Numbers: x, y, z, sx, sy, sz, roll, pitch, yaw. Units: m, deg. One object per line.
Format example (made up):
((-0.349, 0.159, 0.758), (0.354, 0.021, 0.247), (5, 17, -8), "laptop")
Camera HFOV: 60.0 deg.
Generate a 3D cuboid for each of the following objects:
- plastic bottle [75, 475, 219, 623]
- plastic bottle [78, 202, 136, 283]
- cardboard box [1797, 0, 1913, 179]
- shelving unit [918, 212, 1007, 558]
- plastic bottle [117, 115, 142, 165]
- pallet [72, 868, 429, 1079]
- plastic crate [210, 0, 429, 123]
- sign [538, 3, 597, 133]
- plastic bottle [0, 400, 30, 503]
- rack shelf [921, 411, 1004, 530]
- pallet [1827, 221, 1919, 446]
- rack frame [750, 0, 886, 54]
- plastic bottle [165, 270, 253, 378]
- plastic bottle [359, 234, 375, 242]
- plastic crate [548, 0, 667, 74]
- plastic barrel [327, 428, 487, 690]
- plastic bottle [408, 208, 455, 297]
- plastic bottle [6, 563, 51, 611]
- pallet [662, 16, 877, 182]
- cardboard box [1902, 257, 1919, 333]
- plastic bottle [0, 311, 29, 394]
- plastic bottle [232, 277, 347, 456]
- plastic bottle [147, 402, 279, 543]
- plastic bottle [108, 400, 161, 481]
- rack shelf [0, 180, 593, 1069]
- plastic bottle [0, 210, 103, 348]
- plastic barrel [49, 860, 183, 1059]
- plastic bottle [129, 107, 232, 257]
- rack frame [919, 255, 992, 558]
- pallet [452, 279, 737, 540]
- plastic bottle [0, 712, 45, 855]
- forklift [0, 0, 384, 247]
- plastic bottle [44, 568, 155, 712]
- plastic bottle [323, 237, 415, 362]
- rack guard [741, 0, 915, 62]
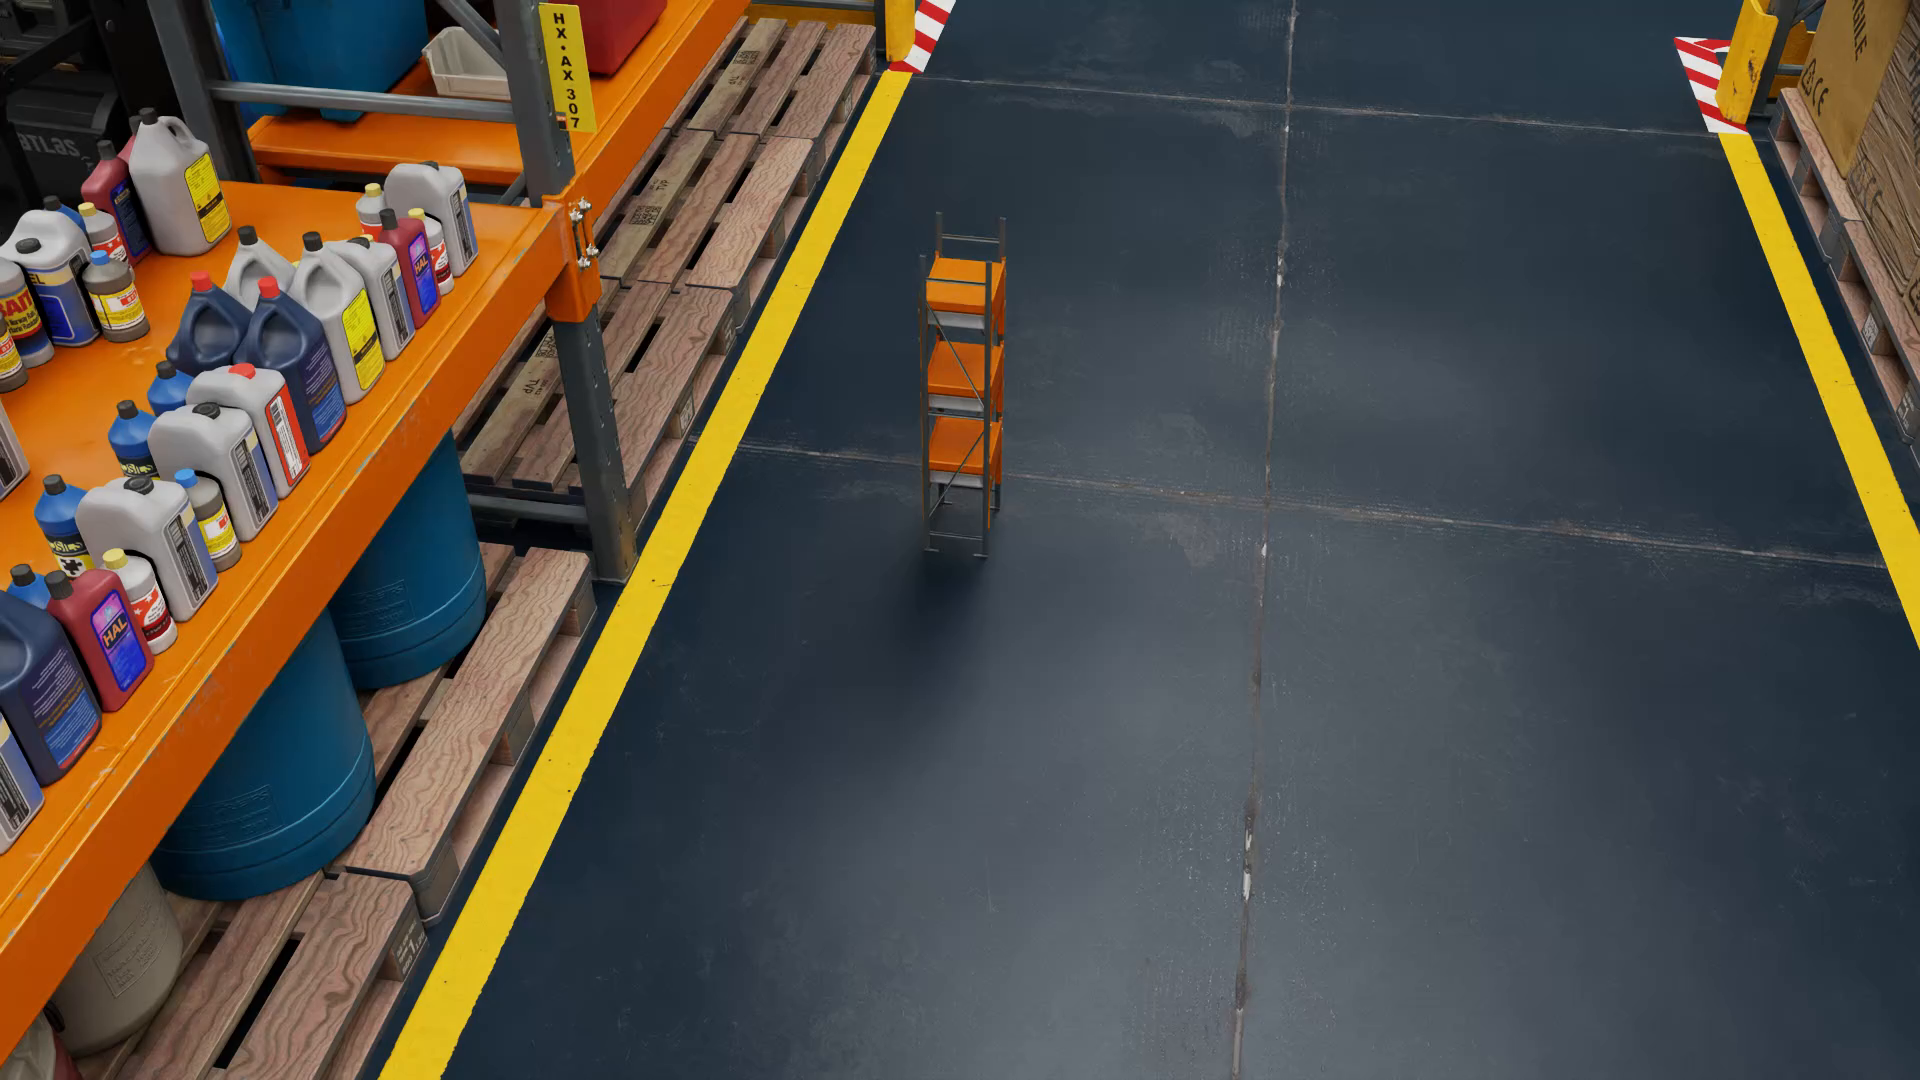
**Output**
((-1.465, -0.002, 2.995), (0.152, 0.276, 0.135), (6, 40, 8), "plastic bottle")
((-2.010, -0.690, 3.887), (0.097, 0.201, 0.097), (0, 40, 0), "plastic bottle")
((4.037, -2.005, 6.659), (0.875, 0.875, 0.875), (6, 40, 8), "cardboard box")
((0.009, -0.438, 4.956), (0.215, 1.050, 0.252), (6, 40, 8), "shelving unit")
((-1.985, -0.880, 4.052), (0.061, 0.283, 0.133), (6, 40, 8), "plastic bottle")
((-1.884, 1.214, 3.616), (1.003, 0.211, 1.213), (6, 40, 8), "pallet")
((-1.756, -1.456, 4.622), (0.392, 0.384, 0.575), (6, 40, 8), "plastic crate")
((-0.960, -1.153, 4.073), (0.100, 0.325, 0.005), (6, 40, 8), "sign")
((-1.967, -0.214, 3.252), (0.152, 0.276, 0.135), (6, 40, 8), "plastic bottle")
((0.009, -0.216, 5.140), (0.215, 0.259, 0.240), (6, 40, 8), "rack shelf")
((3.795, -0.724, 5.960), (1.003, 0.211, 1.213), (6, 40, 8), "pallet")
((-0.809, -3.619, 7.273), (1.000, 3.000, 0.127), (6, 40, 8), "rack frame")
((-1.512, -0.376, 3.390), (0.144, 0.351, 0.185), (6, 40, 8), "plastic bottle")
((-1.327, -0.596, 3.773), (0.097, 0.201, 0.097), (0, 40, 0), "plastic bottle")
((-1.100, -1.689, 4.841), (0.402, 0.464, 0.583), (6, 40, 8), "plastic crate")
((-1.612, -0.122, 4.361), (0.600, 0.901, 0.708), (6, 40, 8), "plastic barrel")
((-1.244, -0.673, 3.866), (0.097, 0.201, 0.097), (0, 40, 0), "plastic bottle")
((-1.541, 0.153, 2.812), (0.097, 0.271, 0.097), (0, 40, 0), "plastic bottle")
((-0.990, -2.031, 7.540), (1.003, 0.211, 1.213), (6, 40, 8), "pallet")
((3.726, -0.875, 5.293), (0.875, 0.875, 0.875), (6, 40, 8), "cardboard box")
((-2.084, -0.423, 3.563), (0.097, 0.201, 0.097), (0, 40, 0), "plastic bottle")
((-1.370, -0.360, 3.370), (0.144, 0.351, 0.185), (6, 40, 8), "plastic bottle")
((-1.425, -0.147, 3.171), (0.152, 0.276, 0.135), (6, 40, 8), "plastic bottle")
((-1.551, -0.148, 3.175), (0.097, 0.271, 0.097), (0, 40, 0), "plastic bottle")
((-1.847, 0.424, 2.947), (1.077, 0.370, 4.000), (6, 40, 8), "rack shelf")
((-2.020, -0.582, 3.698), (0.152, 0.276, 0.135), (6, 40, 8), "plastic bottle")
((-1.920, 0.817, 3.530), (0.421, 0.512, 0.421), (0, 40, 0), "plastic barrel")
((-1.888, -0.879, 3.997), (0.144, 0.351, 0.185), (6, 40, 8), "plastic bottle")
((-0.012, -0.362, 4.863), (0.200, 1.050, 0.008), (6, 40, 8), "rack frame")
((-1.412, -0.499, 5.688), (1.003, 0.211, 1.213), (6, 40, 8), "pallet")
((-1.560, 0.344, 2.578), (0.152, 0.276, 0.135), (6, 40, 8), "plastic bottle")
((-3.198, -1.647, 4.942), (1.130, 2.935, 3.031), (9, 40, 11), "forklift")
((-1.460, 0.146, 2.811), (0.061, 0.283, 0.133), (6, 40, 8), "plastic bottle")
((-1.314, -0.548, 3.656), (0.152, 0.276, 0.135), (6, 40, 8), "plastic bottle")
((-0.818, -2.672, 8.089), (1.175, 0.500, 0.348), (6, 40, 8), "rack guard")
